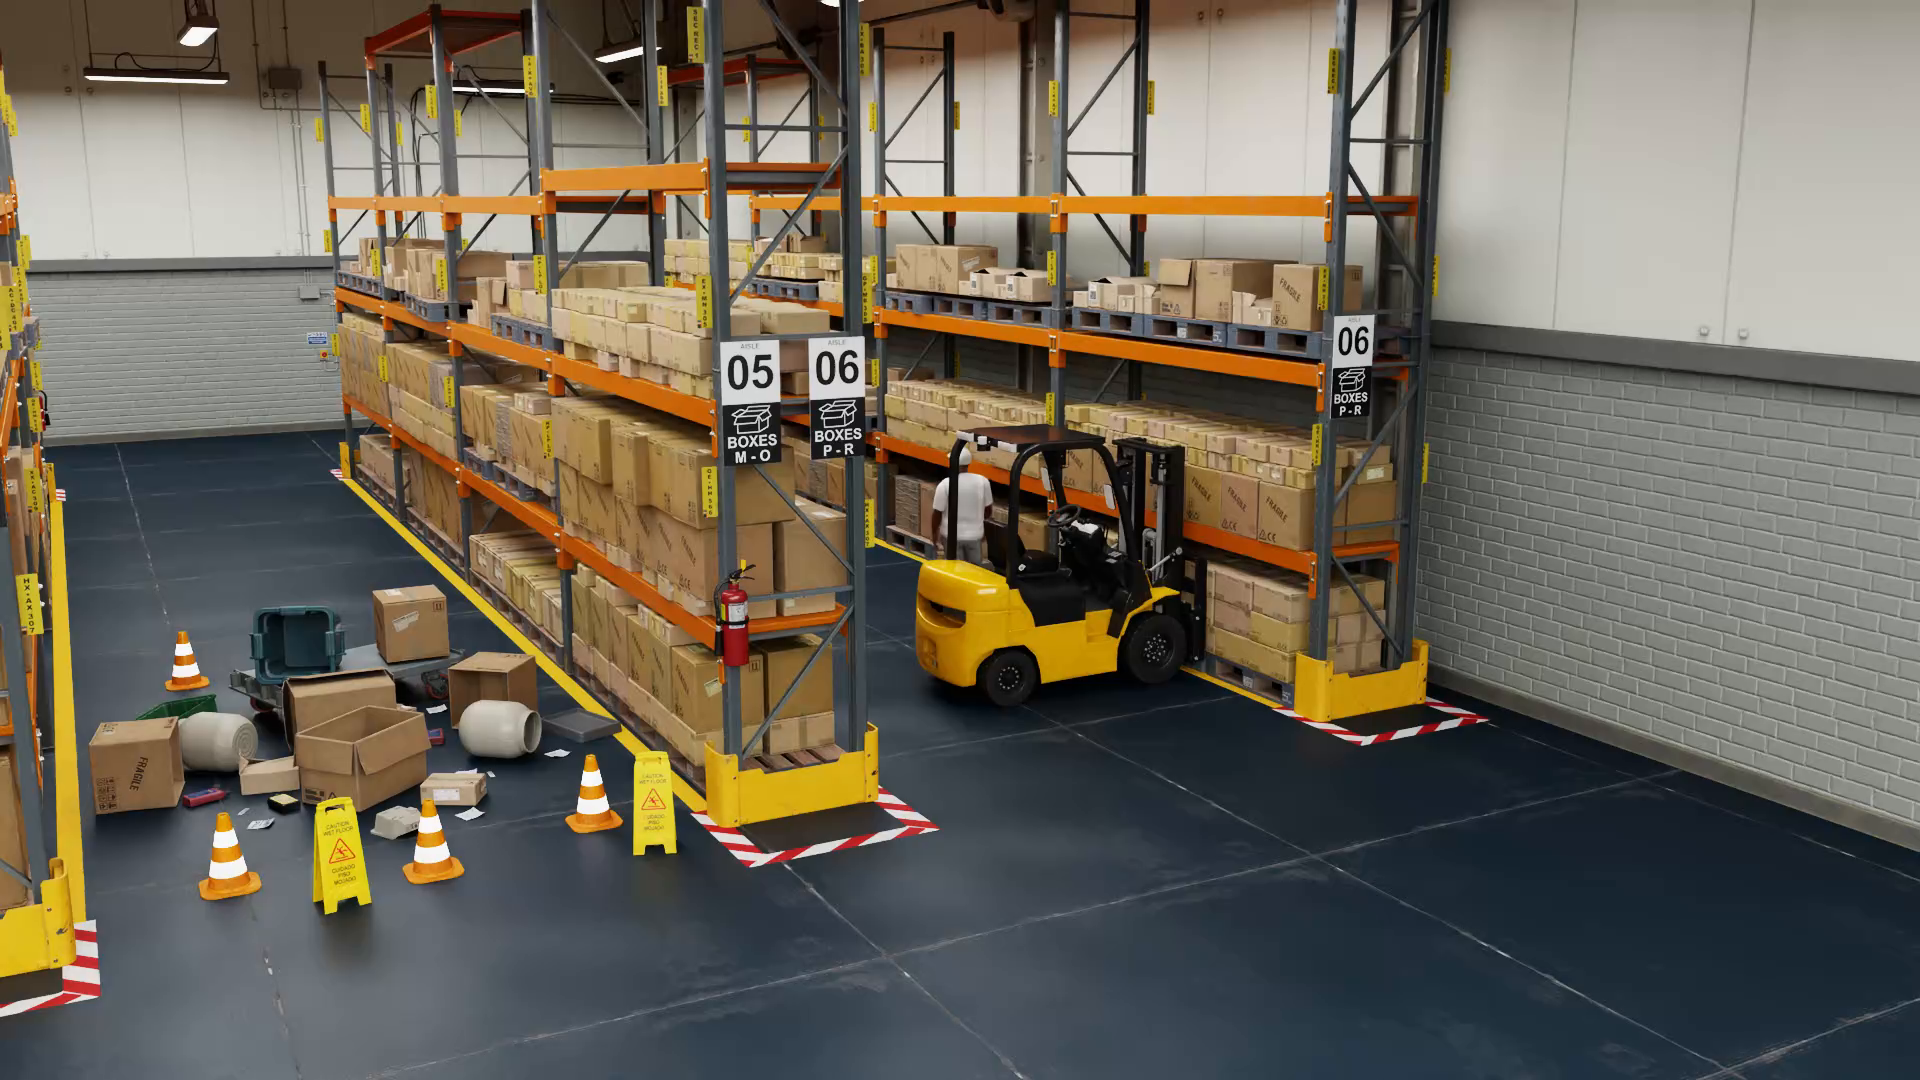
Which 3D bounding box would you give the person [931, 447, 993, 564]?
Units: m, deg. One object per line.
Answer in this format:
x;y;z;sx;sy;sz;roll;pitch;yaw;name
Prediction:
0.007;-0.061;16.148;0.625;1.768;0.575;-3;12;-15;person
